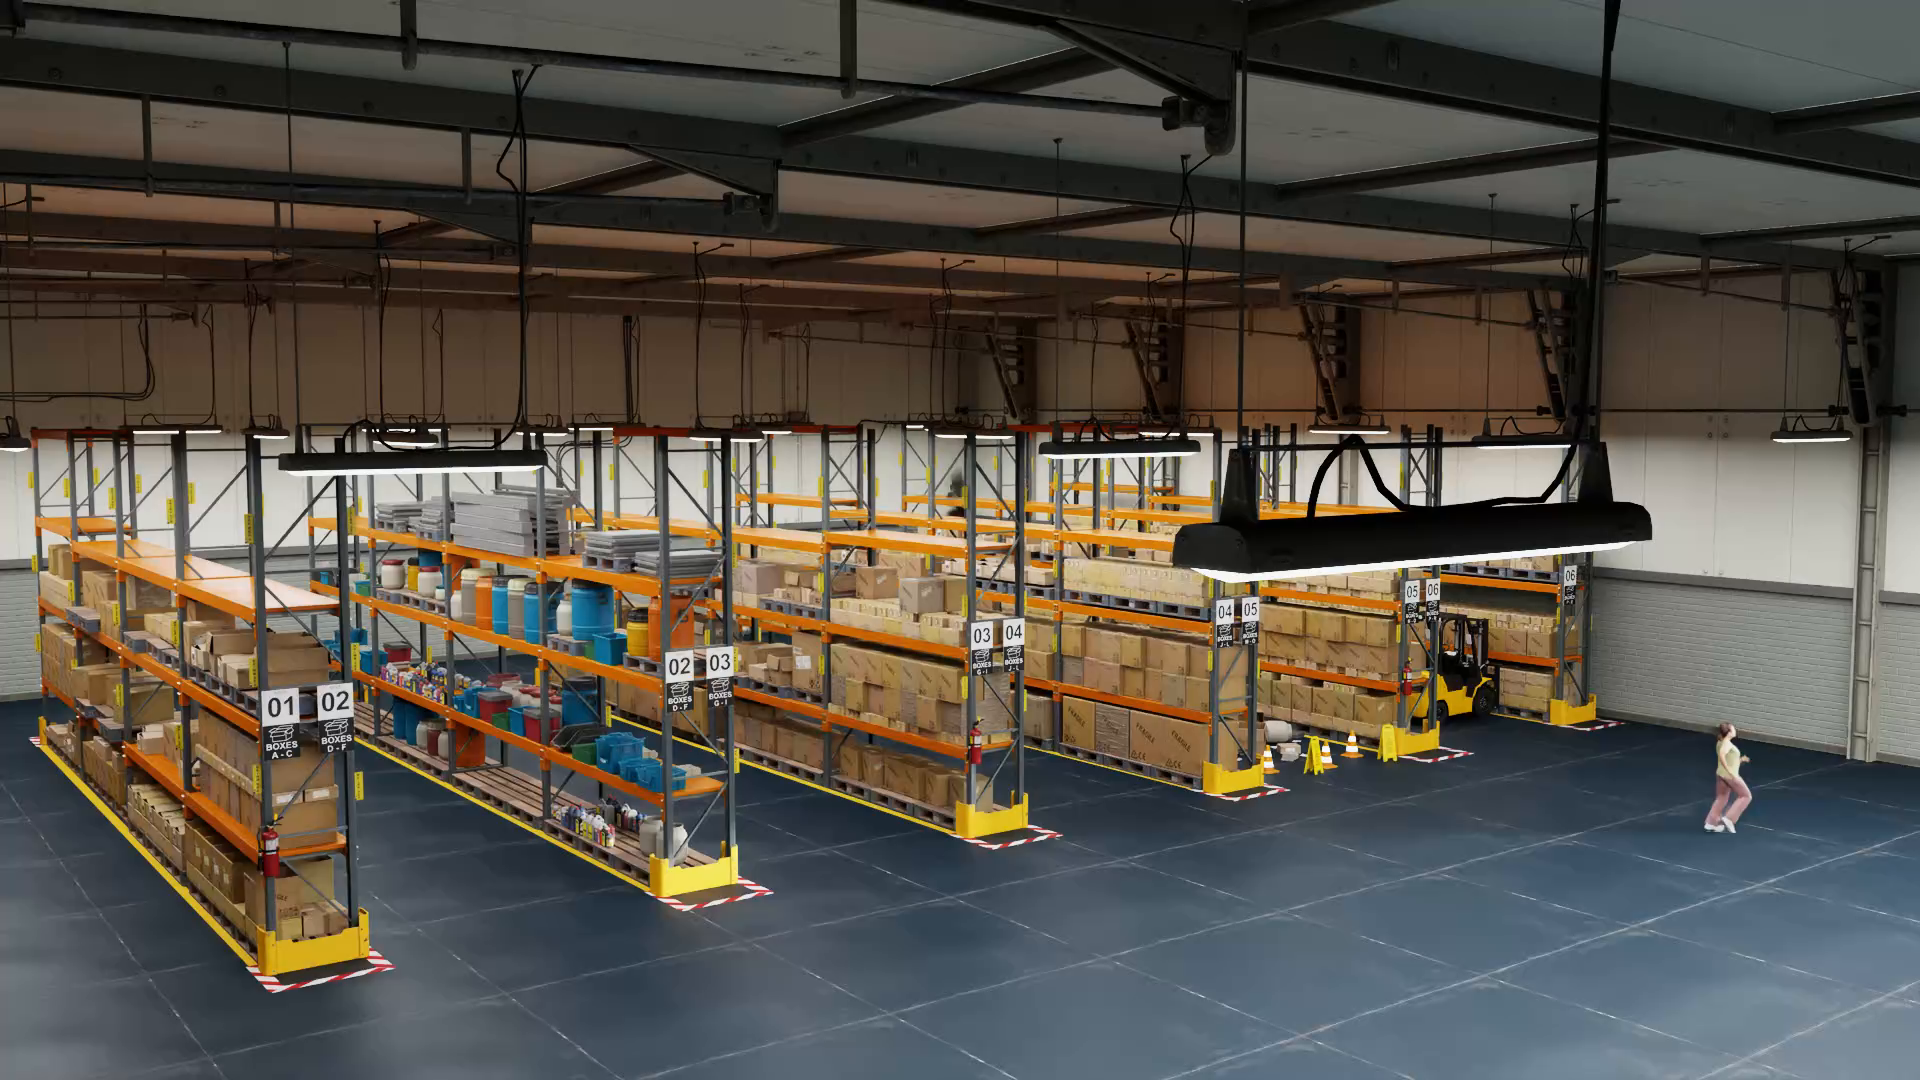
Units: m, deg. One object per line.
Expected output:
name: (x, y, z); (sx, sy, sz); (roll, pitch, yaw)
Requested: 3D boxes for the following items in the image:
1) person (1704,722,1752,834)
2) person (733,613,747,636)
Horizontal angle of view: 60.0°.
person: (11.470, 3.545, 24.817); (0.656, 1.659, 0.549); (0, 4, -3)
person: (-5.596, 2.209, 41.695); (0.556, 1.691, 0.787); (-2, 5, -25)
